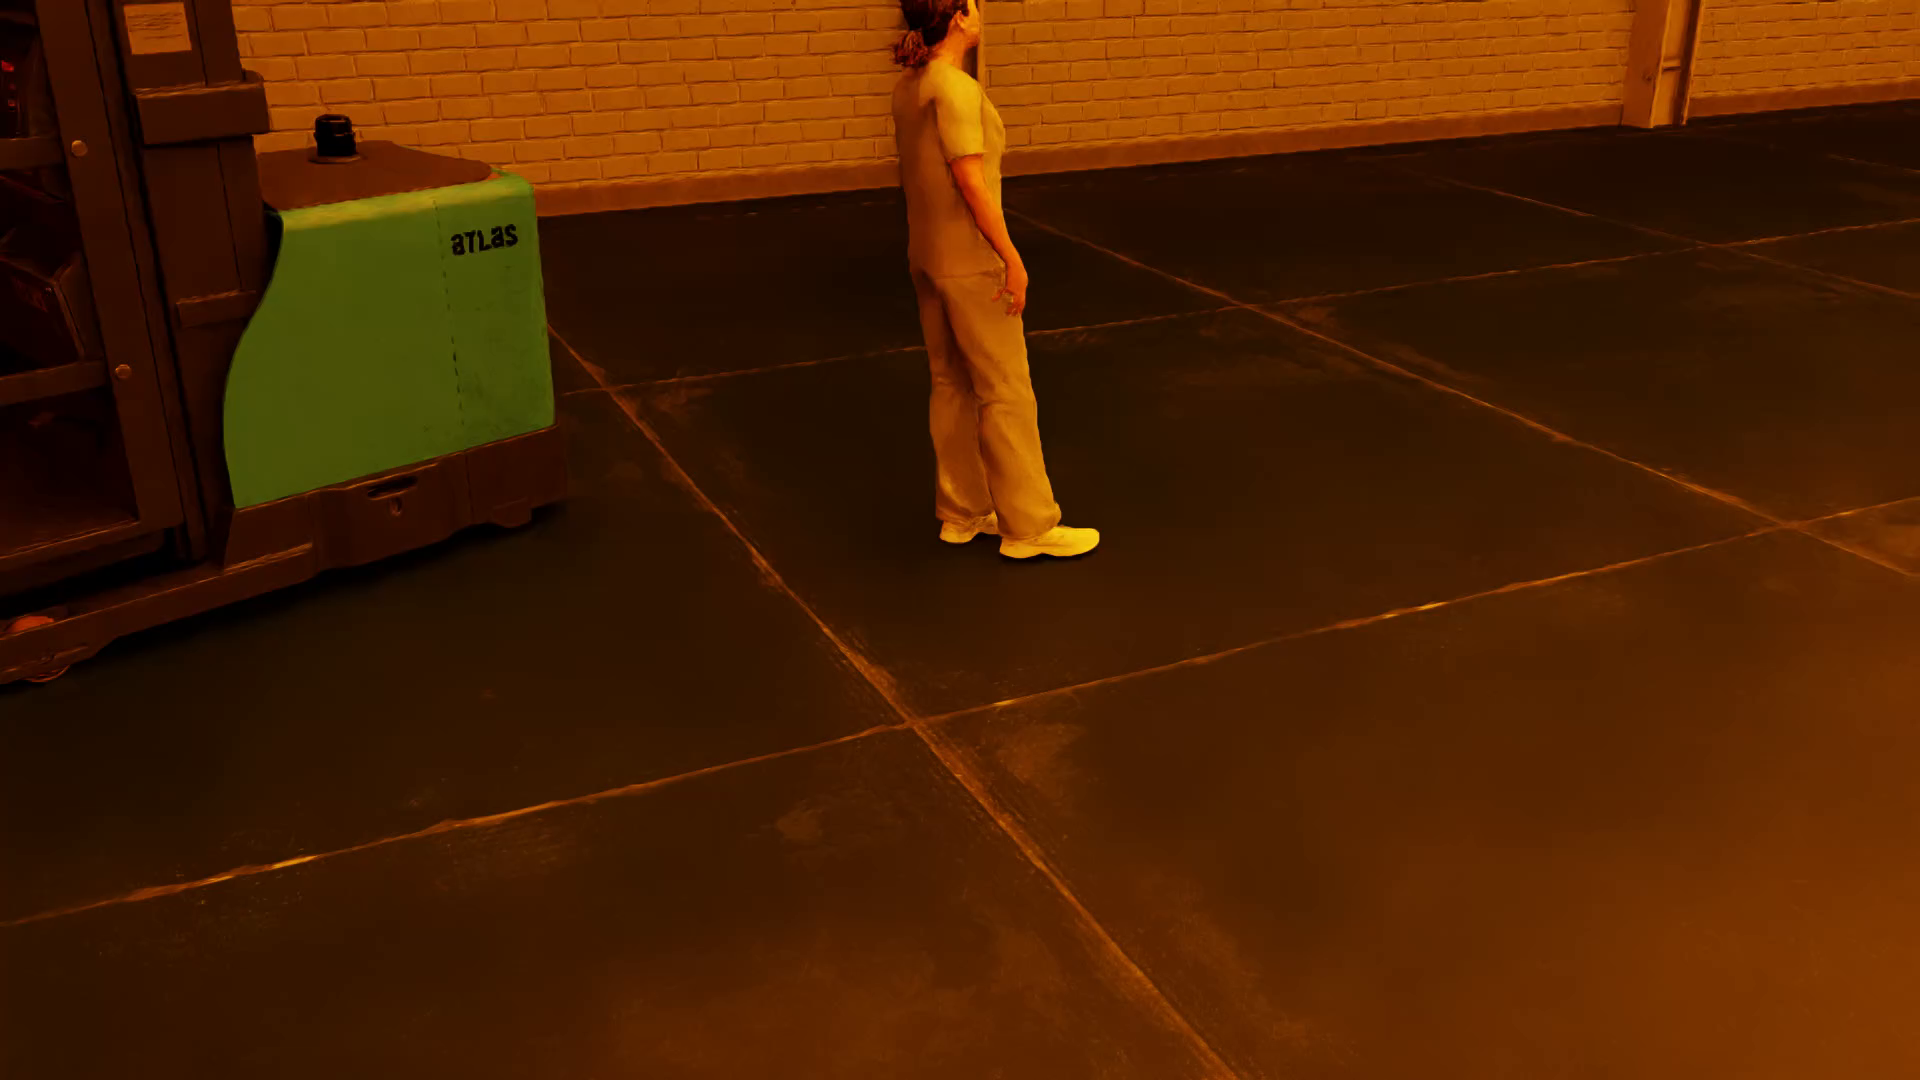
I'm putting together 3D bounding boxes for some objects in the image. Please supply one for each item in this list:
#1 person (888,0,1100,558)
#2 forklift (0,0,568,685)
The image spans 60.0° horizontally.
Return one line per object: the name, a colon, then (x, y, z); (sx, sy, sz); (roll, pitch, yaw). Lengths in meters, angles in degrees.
person: (0.072, -0.788, 4.800); (0.548, 1.674, 0.550); (-10, 25, -23)
forklift: (-2.639, -1.162, 4.083); (1.130, 2.935, 3.031); (21, 30, 41)
